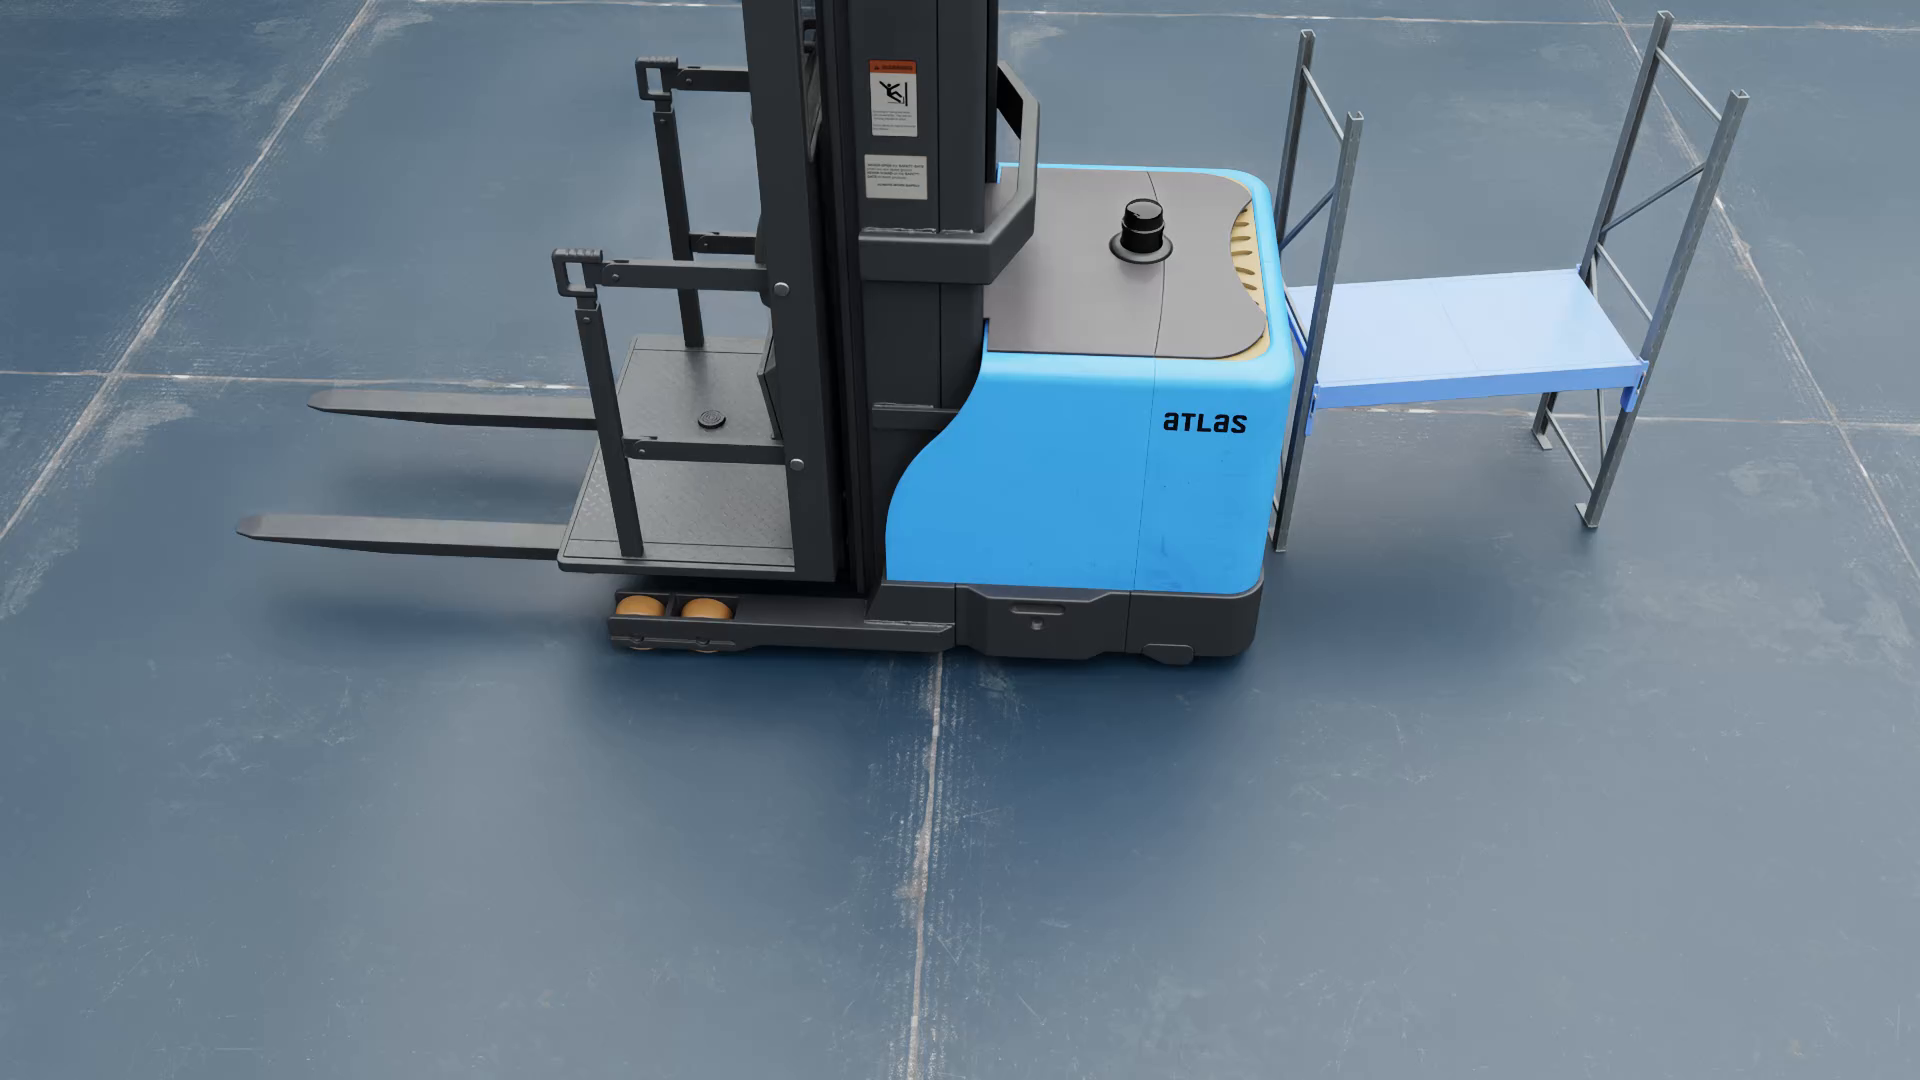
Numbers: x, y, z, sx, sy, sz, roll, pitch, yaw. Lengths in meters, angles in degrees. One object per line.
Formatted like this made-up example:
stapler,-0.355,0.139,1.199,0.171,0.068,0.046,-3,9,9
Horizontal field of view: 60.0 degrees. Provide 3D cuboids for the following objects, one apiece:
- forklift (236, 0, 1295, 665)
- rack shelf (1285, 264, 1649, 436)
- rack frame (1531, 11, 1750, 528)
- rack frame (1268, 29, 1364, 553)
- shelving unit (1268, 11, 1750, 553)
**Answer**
forklift,-0.627,-1.098,4.279,3.031,2.935,1.130,2,43,3
rack shelf,1.480,-0.586,5.042,1.000,0.185,0.538,-4,43,-5
rack frame,1.985,-0.756,4.961,0.032,1.500,0.500,-4,43,-5
rack frame,0.975,-0.678,4.878,0.032,1.500,0.500,-4,43,-5
shelving unit,1.480,-0.717,4.920,1.048,1.500,0.538,-4,43,-5
